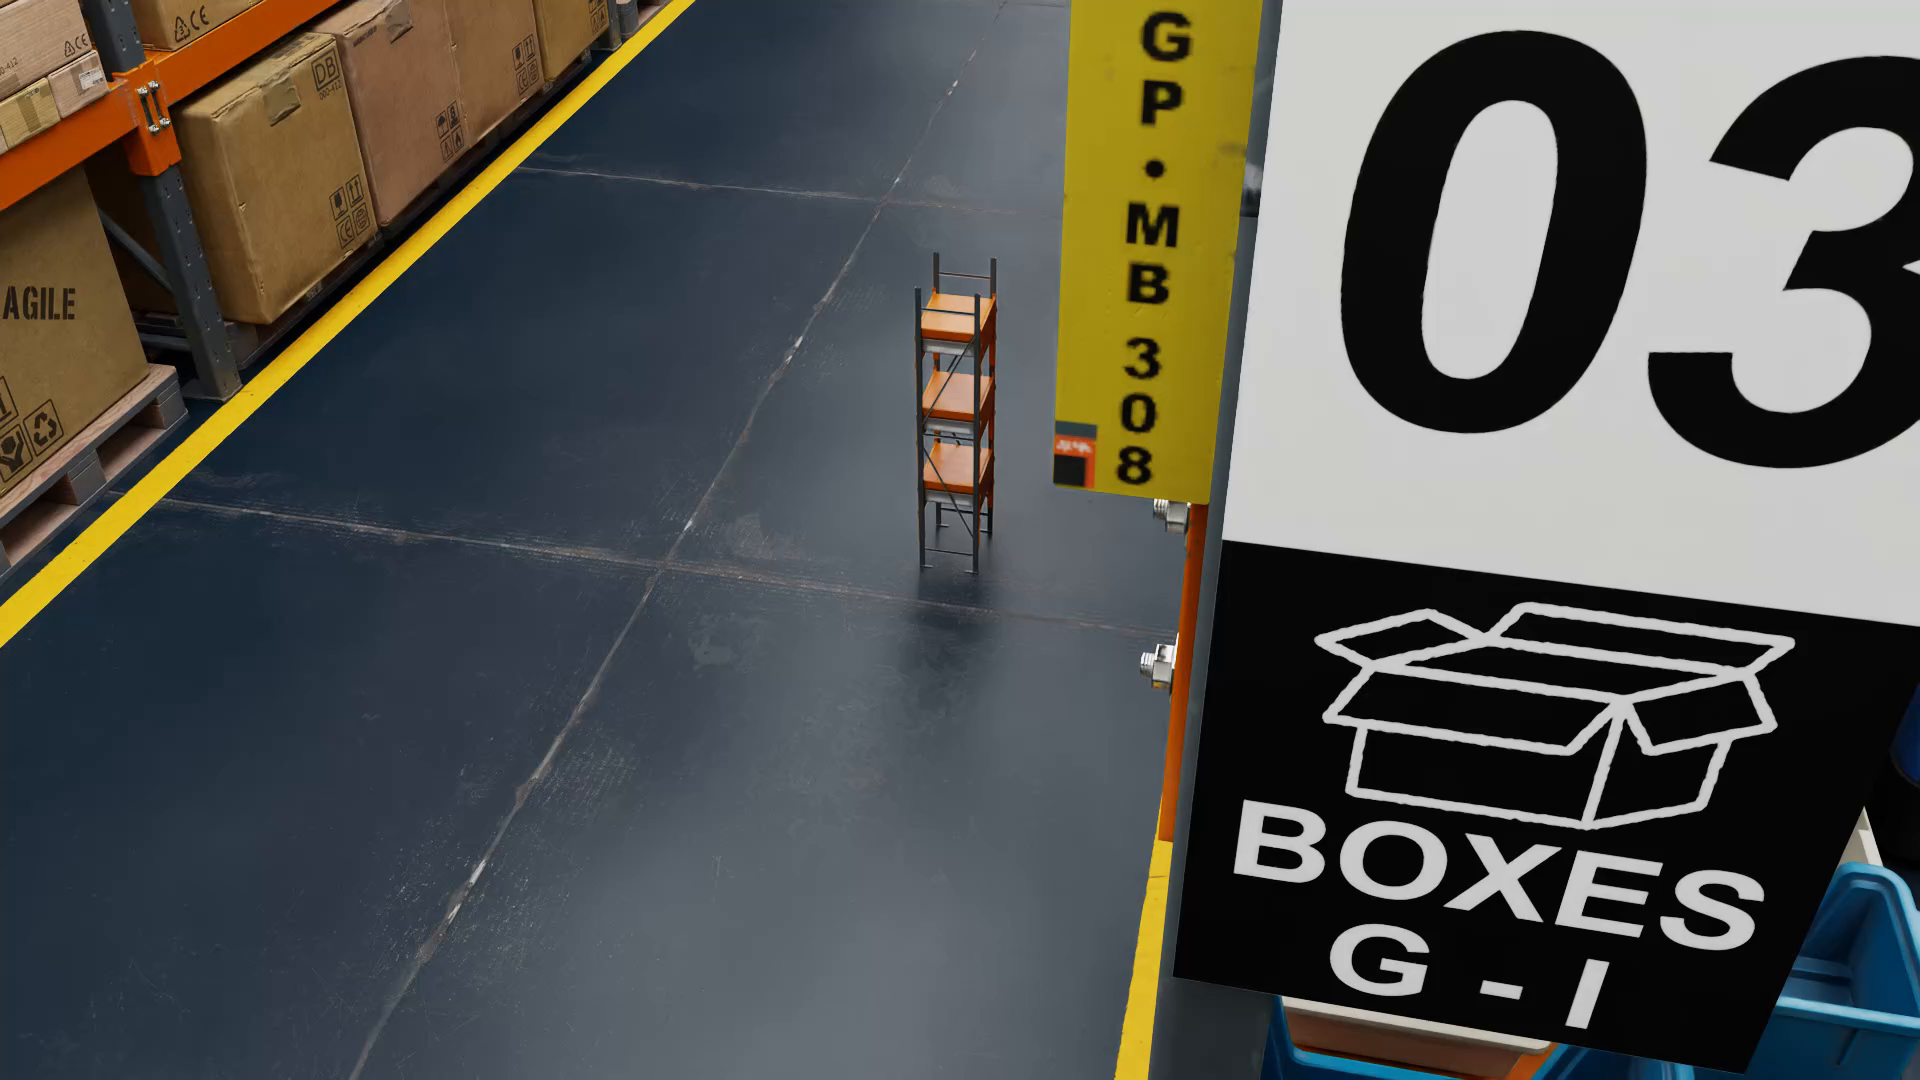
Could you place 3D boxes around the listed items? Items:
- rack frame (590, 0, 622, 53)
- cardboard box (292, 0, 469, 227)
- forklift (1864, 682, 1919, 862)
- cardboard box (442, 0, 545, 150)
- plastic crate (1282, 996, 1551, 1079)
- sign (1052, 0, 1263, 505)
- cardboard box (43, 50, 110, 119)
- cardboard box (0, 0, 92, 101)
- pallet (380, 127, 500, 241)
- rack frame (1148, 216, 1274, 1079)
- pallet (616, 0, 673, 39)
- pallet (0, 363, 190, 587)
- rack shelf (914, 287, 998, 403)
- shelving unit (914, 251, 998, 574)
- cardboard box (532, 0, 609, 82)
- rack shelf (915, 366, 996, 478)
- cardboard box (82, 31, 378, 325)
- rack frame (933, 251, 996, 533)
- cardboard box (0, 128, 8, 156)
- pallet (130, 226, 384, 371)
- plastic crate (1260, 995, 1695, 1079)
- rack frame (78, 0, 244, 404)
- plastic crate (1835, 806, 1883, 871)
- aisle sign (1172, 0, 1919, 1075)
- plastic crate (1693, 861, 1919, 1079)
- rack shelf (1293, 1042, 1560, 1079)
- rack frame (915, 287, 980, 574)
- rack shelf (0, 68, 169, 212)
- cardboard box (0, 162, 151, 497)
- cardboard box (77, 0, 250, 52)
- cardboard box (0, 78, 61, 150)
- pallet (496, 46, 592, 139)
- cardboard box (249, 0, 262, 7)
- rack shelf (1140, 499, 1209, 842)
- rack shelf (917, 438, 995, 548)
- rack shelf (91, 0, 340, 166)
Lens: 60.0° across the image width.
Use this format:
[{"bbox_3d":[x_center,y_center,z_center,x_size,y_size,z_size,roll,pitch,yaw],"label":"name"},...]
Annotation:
[{"bbox_3d":[-2.481,-4.136,8.901,1.000,3.000,0.127,7,37,10],"label":"rack frame"},{"bbox_3d":[-3.029,-2.035,7.454,1.225,0.875,0.875,6,36,8],"label":"cardboard box"},{"bbox_3d":[3.373,-1.055,4.708,1.130,2.935,3.031,10,37,13],"label":"forklift"},{"bbox_3d":[-2.847,-2.543,8.155,1.225,0.875,0.875,7,37,10],"label":"cardboard box"},{"bbox_3d":[0.646,0.663,2.452,0.396,0.136,0.243,7,37,10],"label":"plastic crate"},{"bbox_3d":[0.108,-0.161,0.949,0.100,0.325,0.005,7,37,10],"label":"sign"},{"bbox_3d":[-3.081,-1.525,5.513,0.380,0.149,0.250,8,37,10],"label":"cardboard box"},{"bbox_3d":[-3.174,-1.617,5.299,0.500,0.250,0.500,7,36,9],"label":"cardboard box"},{"bbox_3d":[-2.986,-1.867,8.146,1.003,0.211,1.213,7,37,10],"label":"pallet"},{"bbox_3d":[0.649,1.071,1.716,1.000,3.000,0.127,7,37,10],"label":"rack frame"},{"bbox_3d":[-2.313,-3.455,10.337,1.003,0.211,1.213,7,37,10],"label":"pallet"},{"bbox_3d":[-3.575,-0.288,5.967,1.003,0.211,1.213,7,37,10],"label":"pallet"},{"bbox_3d":[-0.011,-0.616,5.239,0.215,0.259,0.240,7,37,10],"label":"rack shelf"},{"bbox_3d":[-0.011,-0.394,5.400,0.215,1.050,0.252,7,37,10],"label":"shelving unit"},{"bbox_3d":[-2.649,-3.053,8.859,1.225,0.875,0.875,6,36,8],"label":"cardboard box"},{"bbox_3d":[-0.011,-0.386,5.406,0.215,0.259,0.240,7,37,10],"label":"rack shelf"},{"bbox_3d":[-3.219,-1.522,6.747,1.225,0.875,0.875,7,37,10],"label":"cardboard box"},{"bbox_3d":[0.015,-0.464,5.496,0.200,1.050,0.008,7,37,10],"label":"rack frame"},{"bbox_3d":[-3.191,-1.231,5.106,0.380,0.149,0.250,7,36,9],"label":"cardboard box"},{"bbox_3d":[-3.245,-1.166,7.178,1.003,0.211,1.213,7,37,10],"label":"pallet"},{"bbox_3d":[0.538,0.817,1.985,0.616,0.435,0.499,7,37,10],"label":"plastic crate"},{"bbox_3d":[-3.336,-1.843,5.737,1.000,3.000,0.127,7,37,10],"label":"rack frame"},{"bbox_3d":[1.317,0.491,2.690,0.250,0.136,0.298,7,37,10],"label":"plastic crate"},{"bbox_3d":[0.347,0.023,0.947,0.394,0.787,0.004,7,37,10],"label":"aisle sign"},{"bbox_3d":[1.163,0.637,2.407,0.416,0.233,0.300,7,37,10],"label":"plastic crate"},{"bbox_3d":[1.076,0.216,3.509,1.077,0.370,4.000,7,37,10],"label":"rack shelf"},{"bbox_3d":[-0.037,-0.324,5.303,0.200,1.050,0.008,7,37,10],"label":"rack frame"},{"bbox_3d":[-3.763,-0.405,4.366,1.077,0.370,4.000,7,37,10],"label":"rack shelf"},{"bbox_3d":[-3.555,-0.784,5.729,0.875,0.875,0.875,7,37,10],"label":"cardboard box"},{"bbox_3d":[-2.993,-2.116,6.028,0.500,0.500,0.500,7,37,10],"label":"cardboard box"},{"bbox_3d":[-3.136,-1.377,5.309,0.380,0.149,0.250,8,37,11],"label":"cardboard box"},{"bbox_3d":[-2.723,-2.565,9.109,1.003,0.211,1.213,7,37,10],"label":"pallet"},{"bbox_3d":[-2.887,-2.404,6.426,0.500,0.500,0.500,7,37,10],"label":"cardboard box"},{"bbox_3d":[1.076,-0.999,2.629,1.077,0.370,4.000,7,37,10],"label":"rack shelf"},{"bbox_3d":[-0.011,-0.161,5.569,0.215,0.259,0.240,7,37,10],"label":"rack shelf"},{"bbox_3d":[-2.909,-2.698,7.530,1.077,0.370,4.000,7,37,10],"label":"rack shelf"}]
